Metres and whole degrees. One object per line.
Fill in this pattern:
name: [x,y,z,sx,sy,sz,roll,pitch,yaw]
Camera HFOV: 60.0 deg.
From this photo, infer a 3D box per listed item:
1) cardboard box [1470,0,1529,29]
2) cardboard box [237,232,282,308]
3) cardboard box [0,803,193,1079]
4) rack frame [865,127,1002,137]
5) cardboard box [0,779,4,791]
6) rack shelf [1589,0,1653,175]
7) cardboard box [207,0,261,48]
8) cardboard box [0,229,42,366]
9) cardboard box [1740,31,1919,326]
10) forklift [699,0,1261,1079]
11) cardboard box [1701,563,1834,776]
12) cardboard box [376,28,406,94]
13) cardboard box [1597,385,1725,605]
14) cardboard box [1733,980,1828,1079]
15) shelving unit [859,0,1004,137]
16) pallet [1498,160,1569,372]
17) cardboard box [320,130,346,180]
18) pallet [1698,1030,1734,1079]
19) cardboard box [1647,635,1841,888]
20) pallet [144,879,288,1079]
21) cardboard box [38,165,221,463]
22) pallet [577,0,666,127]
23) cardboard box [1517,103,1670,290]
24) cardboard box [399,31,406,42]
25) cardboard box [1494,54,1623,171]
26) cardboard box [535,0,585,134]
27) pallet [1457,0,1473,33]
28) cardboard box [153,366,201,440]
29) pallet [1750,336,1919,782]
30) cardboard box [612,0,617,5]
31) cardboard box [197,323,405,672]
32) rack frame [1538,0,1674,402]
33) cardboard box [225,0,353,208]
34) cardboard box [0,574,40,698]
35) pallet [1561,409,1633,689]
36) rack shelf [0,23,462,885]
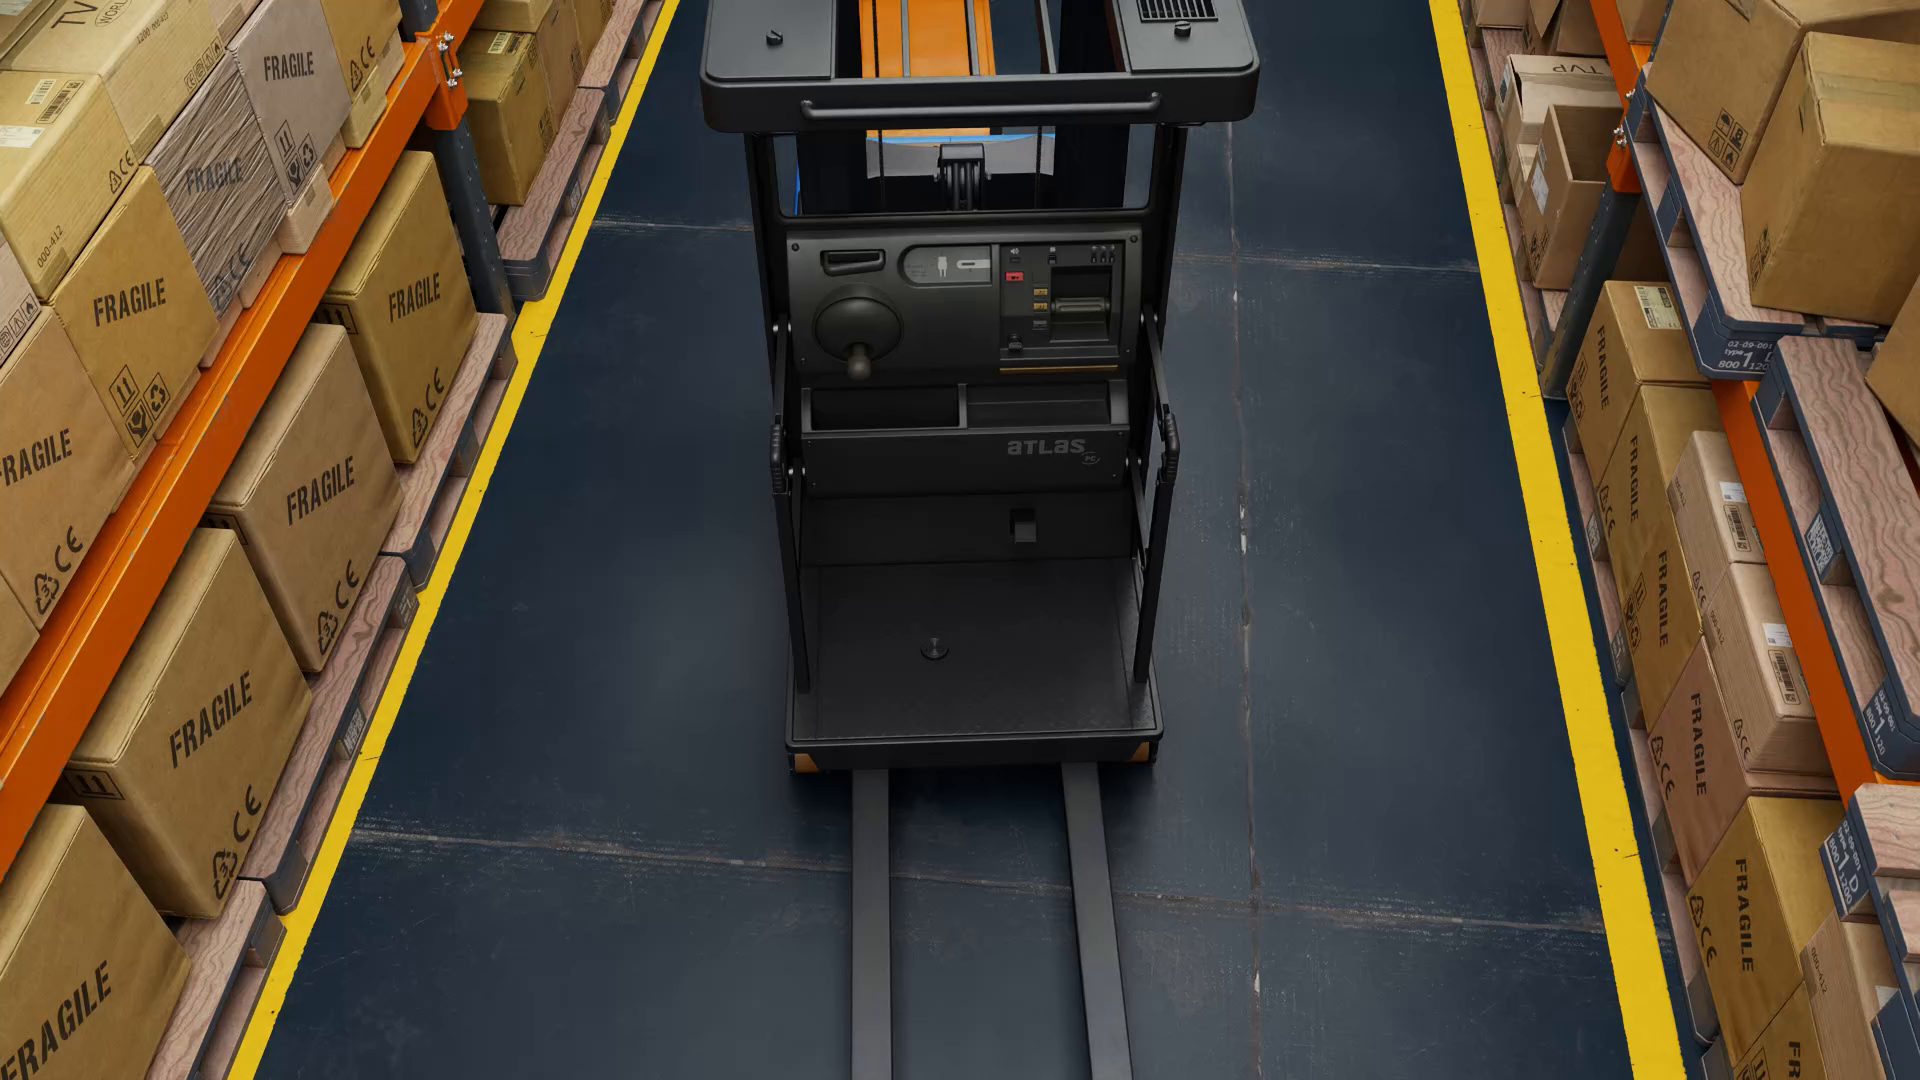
cardboard box: [2.627,-2.592,7.653,0.500,0.250,0.500,4,48,4]
cardboard box: [-2.119,-0.784,4.591,0.380,0.149,0.250,4,48,4]
cardboard box: [-2.415,1.114,3.871,0.750,0.750,0.750,3,48,3]
rack frame: [-0.107,-1.071,5.967,0.500,1.125,0.032,-2,48,-1]
cardboard box: [-2.212,0.539,3.381,0.380,0.149,0.250,5,48,5]
rack shelf: [2.868,-2.774,6.742,1.077,0.370,4.000,4,48,4]
cardboard box: [-2.092,-1.536,4.331,0.500,0.250,0.500,5,48,4]
cardboard box: [-2.224,-0.411,3.302,0.500,0.250,0.500,4,48,4]
cardboard box: [2.420,-0.880,4.170,0.700,0.500,0.500,11,48,10]
forklift: [0.025,-0.527,4.246,1.130,2.935,3.031,-2,48,-2]
cardboard box: [2.263,0.337,4.296,0.500,0.250,0.500,3,48,3]
cardboard box: [-1.997,-1.532,5.275,0.380,0.149,0.250,4,48,4]
cardboard box: [2.361,-0.120,5.223,0.500,0.500,0.500,4,48,4]
cardboard box: [2.173,1.384,3.847,0.500,0.500,0.500,6,48,5]
shelving unit: [-0.126,-1.446,6.310,0.538,1.125,1.048,-2,48,-1]
pallet: [2.749,-1.111,6.623,1.003,0.211,1.213,4,48,4]
cardboard box: [-2.065,-1.158,4.933,0.380,0.149,0.250,5,48,5]
pallet: [2.427,1.787,3.972,1.003,0.211,1.213,4,48,4]
cardboard box: [2.262,0.618,4.548,0.500,0.500,0.500,2,48,2]
pallet: [-2.465,1.429,4.300,1.003,0.211,1.213,4,48,4]
cardboard box: [-2.170,-0.551,3.938,0.500,0.500,0.500,5,48,5]
pallet: [-1.992,-2.389,7.792,1.003,0.211,1.213,4,48,4]
cardboard box: [2.455,-1.290,6.293,0.500,0.500,0.500,4,48,4]
cardboard box: [-2.289,-1.844,6.374,0.380,0.149,0.250,4,48,3]
cardboard box: [2.523,-1.777,6.867,0.500,0.311,0.500,4,48,4]
cardboard box: [-2.028,-2.087,7.036,0.700,0.500,0.500,3,48,3]
pallet: [2.972,-2.904,8.263,1.003,0.211,1.213,4,48,4]
cardboard box: [-2.192,-0.407,4.246,0.380,0.149,0.250,5,48,5]
pallet: [2.494,0.028,3.822,1.003,0.211,1.213,4,48,4]
cardboard box: [-1.938,-2.857,7.739,0.700,0.500,0.500,2,48,2]
cardboard box: [-2.256,-0.154,5.030,0.750,0.750,0.750,5,48,5]
rack frame: [2.686,-1.547,5.132,1.000,3.000,0.127,4,48,4]
cardboard box: [-2.075,-1.287,4.611,0.500,0.500,0.500,4,48,4]
cardboard box: [-2.256,0.197,3.254,0.500,0.500,0.500,5,48,5]
pallet: [2.649,-0.006,5.612,1.003,0.211,1.213,4,48,4]
rack shelf: [-2.430,-0.165,4.356,1.077,0.370,4.000,4,48,4]
